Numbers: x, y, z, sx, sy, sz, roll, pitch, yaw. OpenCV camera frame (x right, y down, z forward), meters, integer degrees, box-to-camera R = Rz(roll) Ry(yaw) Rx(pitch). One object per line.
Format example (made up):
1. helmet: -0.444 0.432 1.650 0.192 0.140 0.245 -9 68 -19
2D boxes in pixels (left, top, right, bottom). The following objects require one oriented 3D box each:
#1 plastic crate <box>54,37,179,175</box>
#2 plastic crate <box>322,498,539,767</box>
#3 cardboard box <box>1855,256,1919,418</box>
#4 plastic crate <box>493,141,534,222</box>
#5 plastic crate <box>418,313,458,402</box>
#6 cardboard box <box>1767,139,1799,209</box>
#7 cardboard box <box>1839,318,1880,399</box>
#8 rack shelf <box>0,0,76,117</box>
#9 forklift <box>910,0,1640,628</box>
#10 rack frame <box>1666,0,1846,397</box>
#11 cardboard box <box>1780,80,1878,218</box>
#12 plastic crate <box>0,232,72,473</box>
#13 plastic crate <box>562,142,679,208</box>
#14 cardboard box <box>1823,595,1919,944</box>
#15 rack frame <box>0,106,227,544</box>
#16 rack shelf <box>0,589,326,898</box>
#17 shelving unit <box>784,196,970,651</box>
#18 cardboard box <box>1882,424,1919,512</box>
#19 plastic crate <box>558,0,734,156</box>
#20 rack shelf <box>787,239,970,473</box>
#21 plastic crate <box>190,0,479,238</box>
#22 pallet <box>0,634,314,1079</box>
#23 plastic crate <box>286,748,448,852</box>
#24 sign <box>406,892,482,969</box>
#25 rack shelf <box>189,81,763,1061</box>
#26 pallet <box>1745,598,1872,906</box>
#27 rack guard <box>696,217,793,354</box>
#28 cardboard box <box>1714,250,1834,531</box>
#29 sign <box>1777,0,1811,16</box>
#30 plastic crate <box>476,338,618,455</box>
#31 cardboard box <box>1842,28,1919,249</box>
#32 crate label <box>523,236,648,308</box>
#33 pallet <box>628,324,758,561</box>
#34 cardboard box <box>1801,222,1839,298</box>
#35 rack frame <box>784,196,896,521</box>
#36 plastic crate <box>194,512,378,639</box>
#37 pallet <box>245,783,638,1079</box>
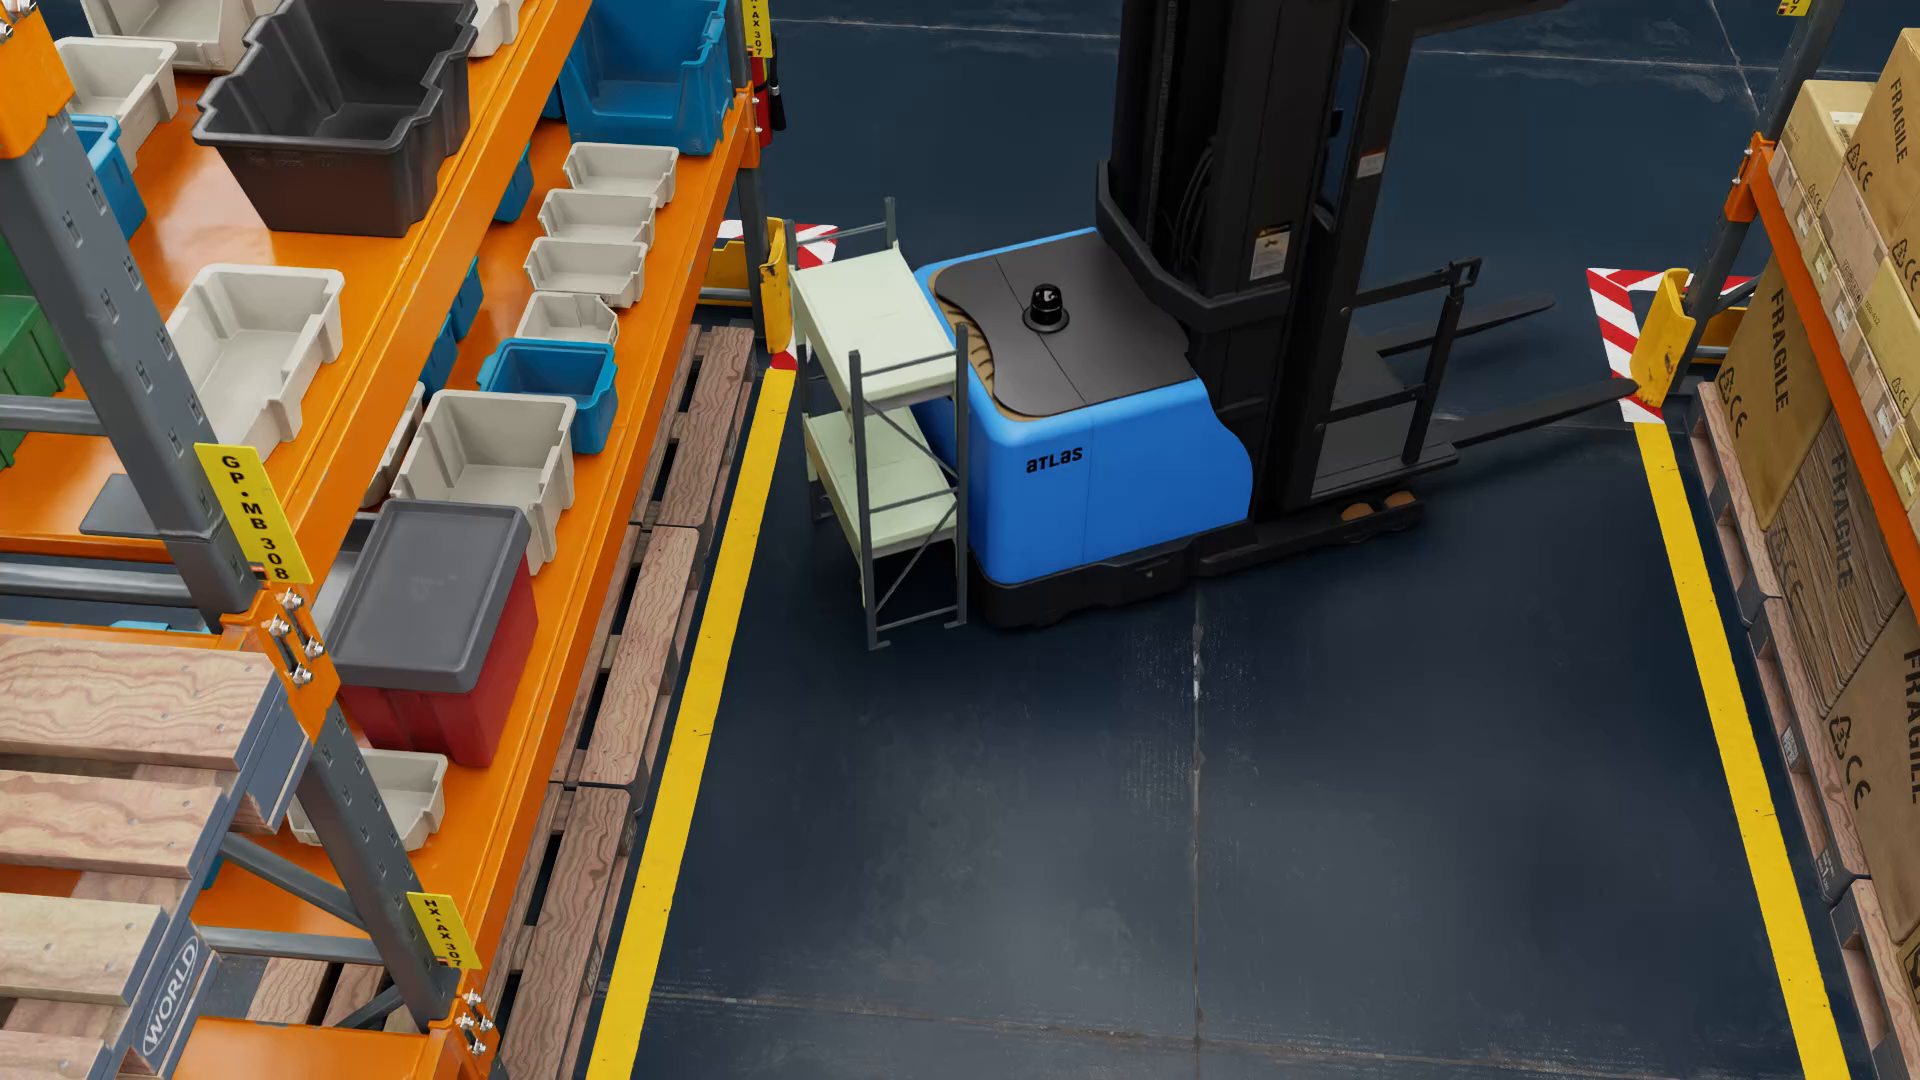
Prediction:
1. plastic crate: -1.971 -0.945 3.754 0.293 0.136 0.466 4 48 4
2. plastic crate: -1.377 0.257 4.424 0.402 0.464 0.583 4 48 4
3. cardboard box: 3.186 -0.632 5.221 0.500 0.250 0.500 2 48 2
4. plastic crate: -1.754 -1.322 6.025 0.416 0.233 0.300 4 48 4
5. plastic crate: -1.841 -0.617 5.381 0.416 0.233 0.300 4 48 4
6. cardboard box: 3.228 -1.345 6.143 0.380 0.149 0.250 4 48 4
7. cardboard box: 3.136 -0.589 5.452 0.380 0.149 0.250 3 48 3
8. rack shelf: -1.526 -2.178 3.429 1.077 0.370 4.000 4 48 4
9. forklift: 1.357 -1.331 6.007 3.031 2.935 1.130 -15 49 -14
10. rack frame: 3.589 -1.668 6.269 1.000 3.000 0.127 4 48 4
11. cardboard box: 3.276 -1.383 5.908 0.500 0.250 0.500 3 48 2
12. plastic crate: -1.970 -0.334 3.160 0.450 0.188 0.662 4 48 4
13. plastic crate: -1.237 -1.321 6.089 0.396 0.136 0.243 4 48 4
14. cardboard box: 3.446 0.706 5.253 0.875 0.875 0.875 4 48 4
15. rack frame: -1.708 -1.086 1.671 1.000 3.000 0.127 4 48 4
16. rack shelf: -1.890 1.638 1.699 1.077 0.370 4.000 4 48 4
17. shelving unit: -0.292 -0.391 6.117 0.431 1.500 0.755 -15 49 -14
18. cardboard box: 3.089 -0.214 5.109 0.380 0.149 0.250 3 48 3
19. plastic crate: -1.188 -1.775 6.302 0.616 0.435 0.499 4 48 4
20. rack shelf: -0.292 -0.654 5.829 0.431 0.370 0.720 -15 49 -14
21. plastic crate: -1.322 -0.924 3.644 0.497 0.269 0.590 4 48 4
22. pallet: -1.682 0.572 2.315 1.213 0.211 1.003 4 48 4
23. plastic crate: -1.523 0.675 4.264 0.396 0.136 0.243 4 48 4
24. sign: -1.160 0.883 3.748 0.100 0.325 0.005 4 48 4
25. rack shelf: -1.526 -0.289 5.495 1.077 0.370 4.000 4 48 4
26. pallet: 3.480 0.760 5.938 1.003 0.211 1.213 4 48 4
27. rack guard: -1.354 -1.176 7.513 1.175 0.500 0.348 4 48 4
28. cardboard box: 3.610 -0.617 6.463 0.875 0.875 0.875 4 48 4
29. sign: 3.037 -2.029 5.958 0.100 0.325 0.005 4 48 4
30. plastic crate: -1.275 -0.438 5.217 0.416 0.233 0.300 4 48 4
31. cardboard box: 3.231 -1.269 5.296 0.500 0.500 0.500 3 48 3
32. crate label: -1.279 -0.903 5.707 0.396 0.136 0.243 4 48 4
33. pallet: -1.457 -0.457 7.050 1.003 0.211 1.213 4 48 4
34. cardboard box: 3.183 -0.968 5.799 0.380 0.149 0.250 3 48 3
35. rack frame: -0.419 -0.644 6.348 0.400 1.500 0.023 -15 49 -14
36. plastic crate: -1.873 0.170 4.733 0.437 0.125 0.590 4 48 4
37. pallet: -1.679 1.336 5.411 1.003 0.211 1.213 4 48 4
